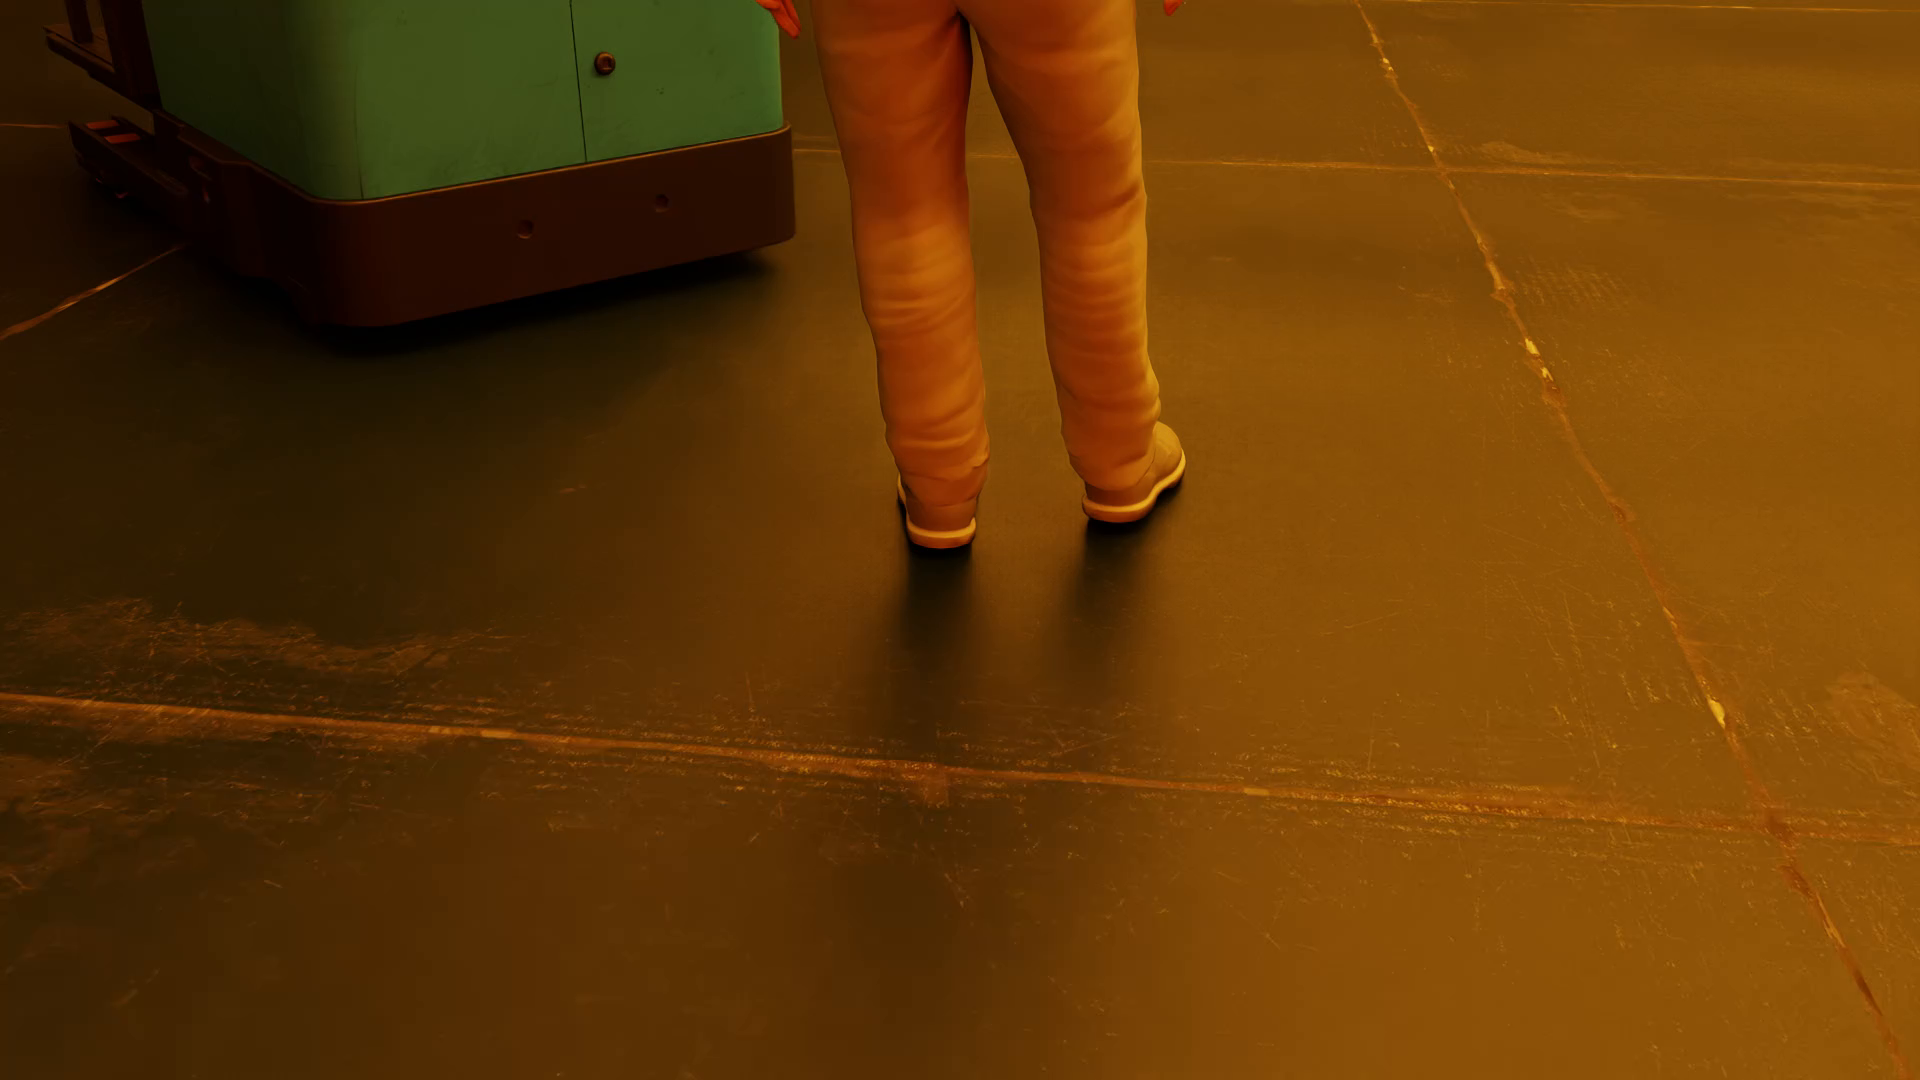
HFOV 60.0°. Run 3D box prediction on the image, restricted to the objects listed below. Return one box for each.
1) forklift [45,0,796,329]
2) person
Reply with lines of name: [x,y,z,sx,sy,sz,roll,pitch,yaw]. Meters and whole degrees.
forklift: [-1.679,-2.303,3.833,1.130,2.935,3.031,-20,33,-34]
person: [0.021,-0.838,2.167,0.642,1.782,0.573,3,27,7]
